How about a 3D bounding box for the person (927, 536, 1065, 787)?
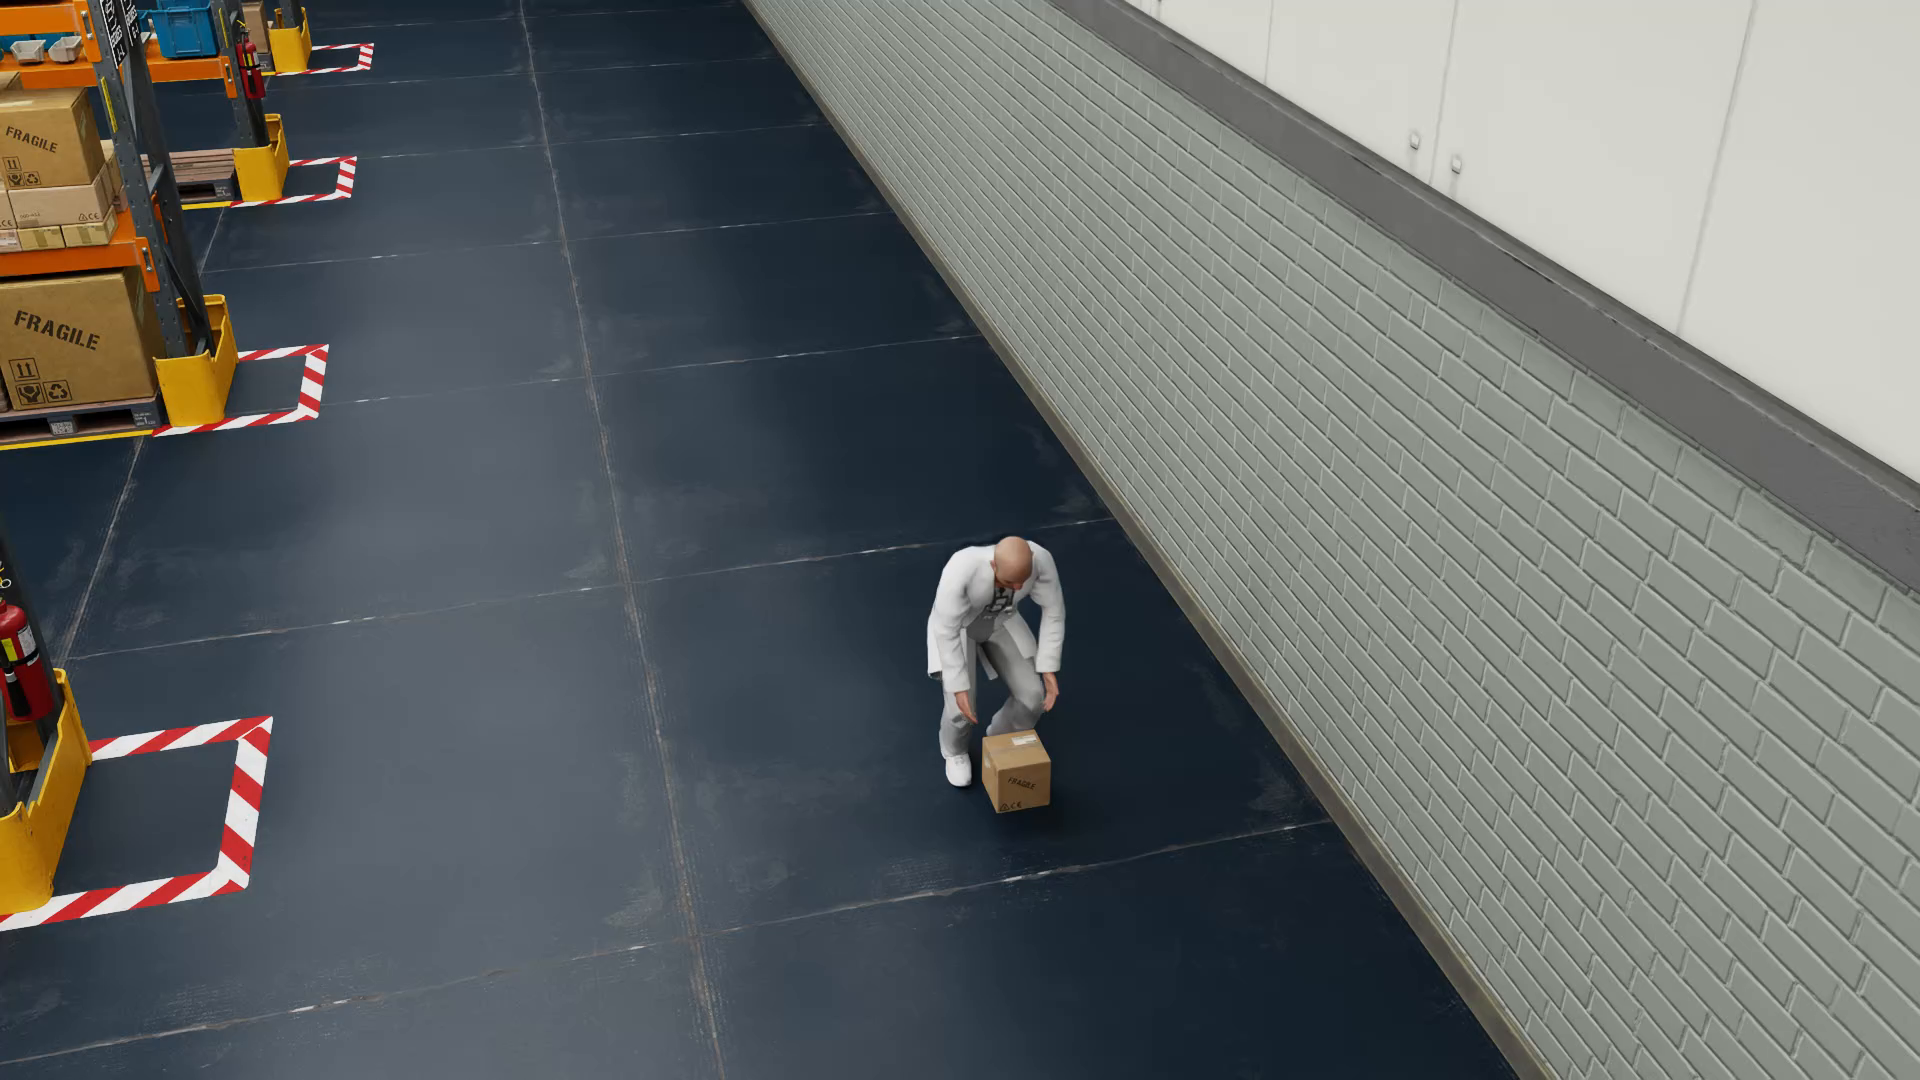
[{"bbox_3d":[0.155,0.496,7.768,0.632,1.412,0.717,-8,31,-13],"label":"person"}]
